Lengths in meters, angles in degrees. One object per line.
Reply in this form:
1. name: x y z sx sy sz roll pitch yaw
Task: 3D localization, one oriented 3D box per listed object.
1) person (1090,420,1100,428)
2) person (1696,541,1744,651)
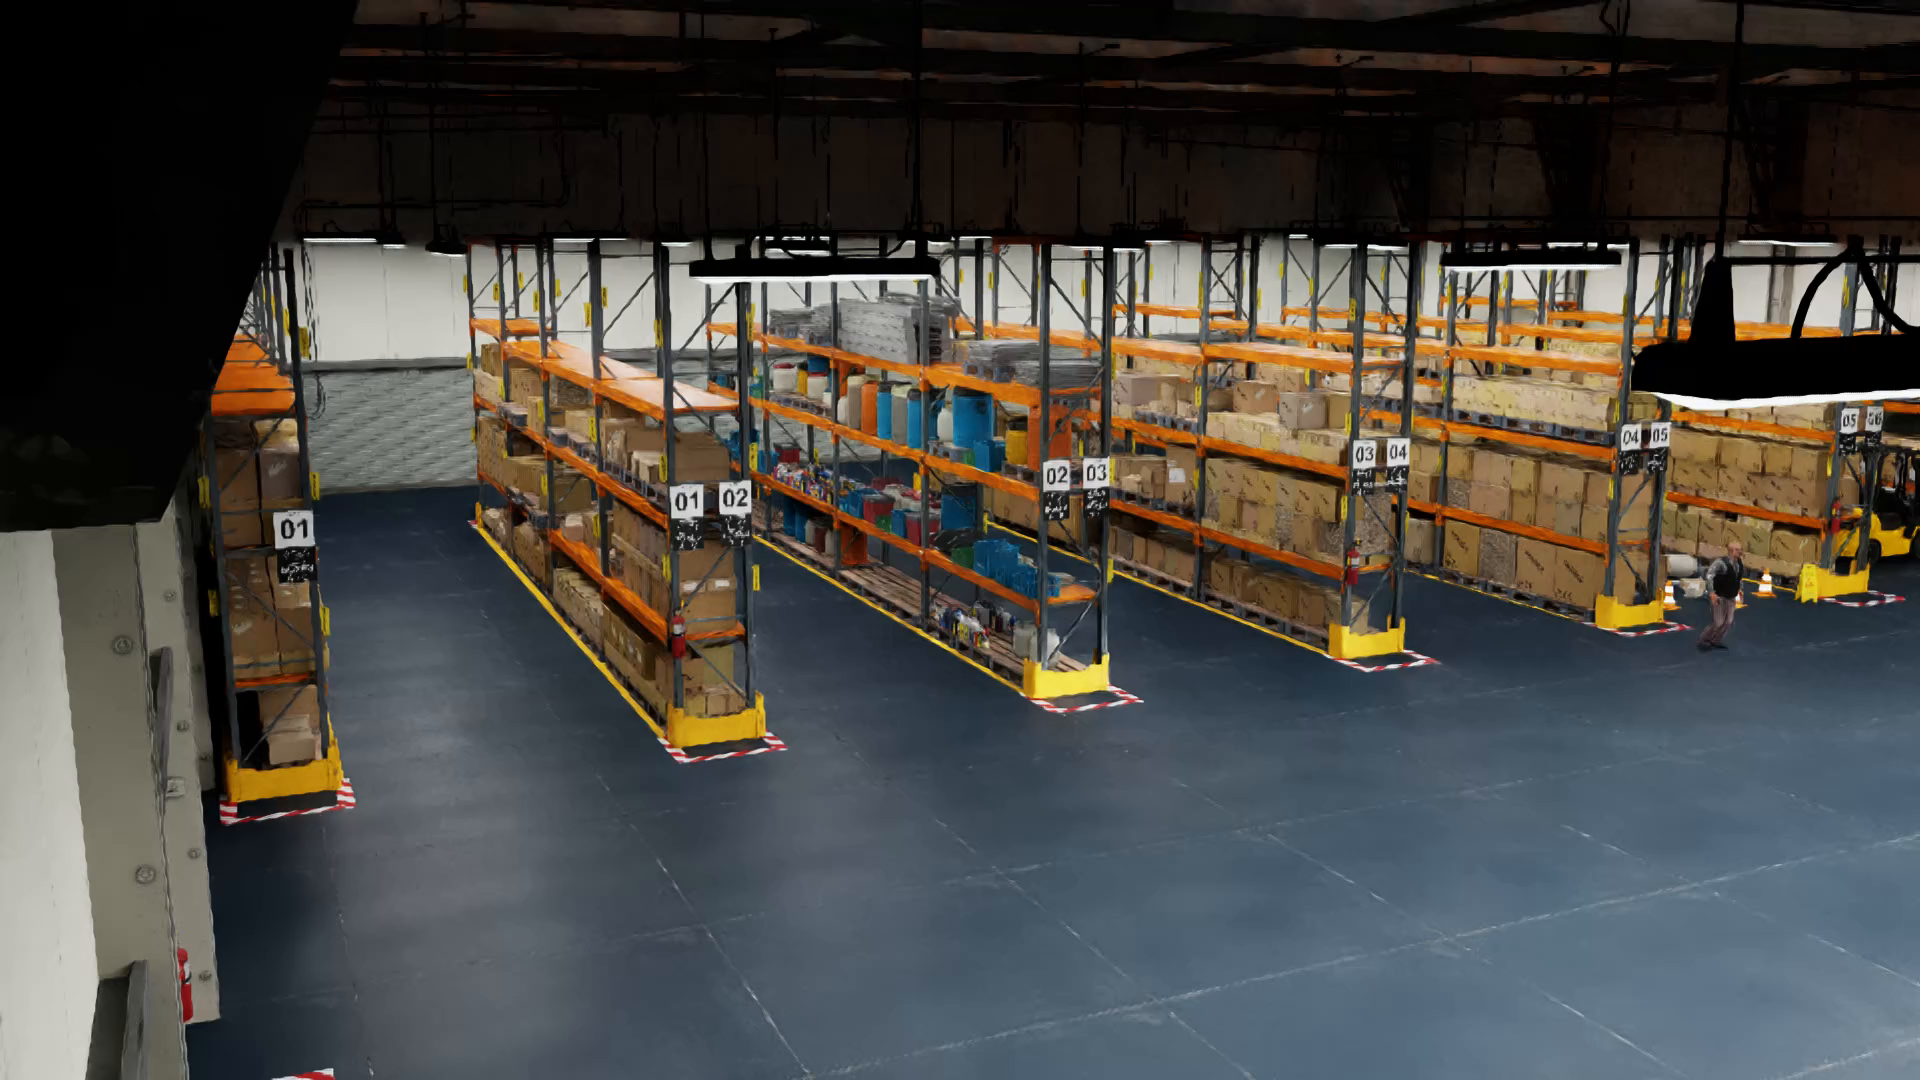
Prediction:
1. person: 3.325 -2.503 41.410 0.569 1.781 0.599 5 12 25
2. person: 11.252 0.820 24.546 0.677 1.674 0.534 -5 12 -25
